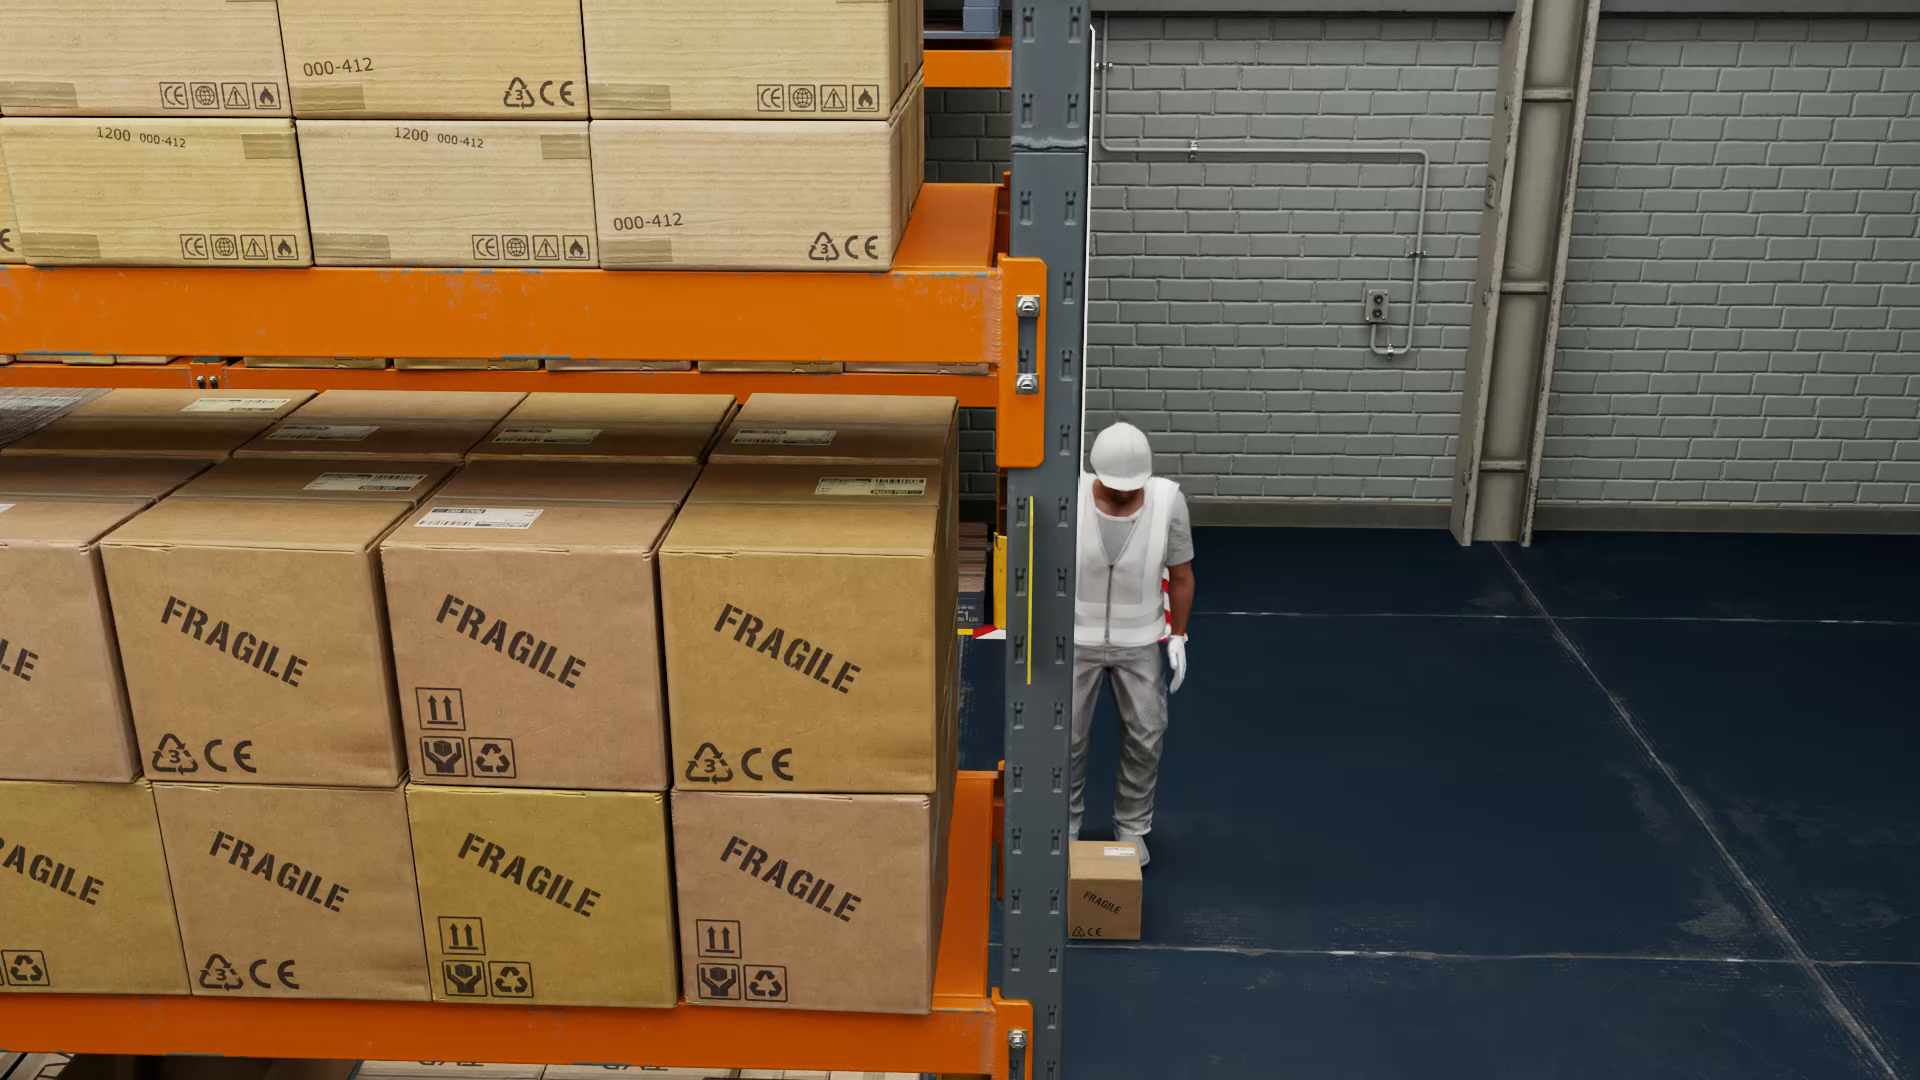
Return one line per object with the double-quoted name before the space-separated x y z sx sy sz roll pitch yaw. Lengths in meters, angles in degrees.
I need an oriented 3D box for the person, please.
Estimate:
"person" 0.563 0.383 6.097 0.569 1.741 0.442 1 21 3
